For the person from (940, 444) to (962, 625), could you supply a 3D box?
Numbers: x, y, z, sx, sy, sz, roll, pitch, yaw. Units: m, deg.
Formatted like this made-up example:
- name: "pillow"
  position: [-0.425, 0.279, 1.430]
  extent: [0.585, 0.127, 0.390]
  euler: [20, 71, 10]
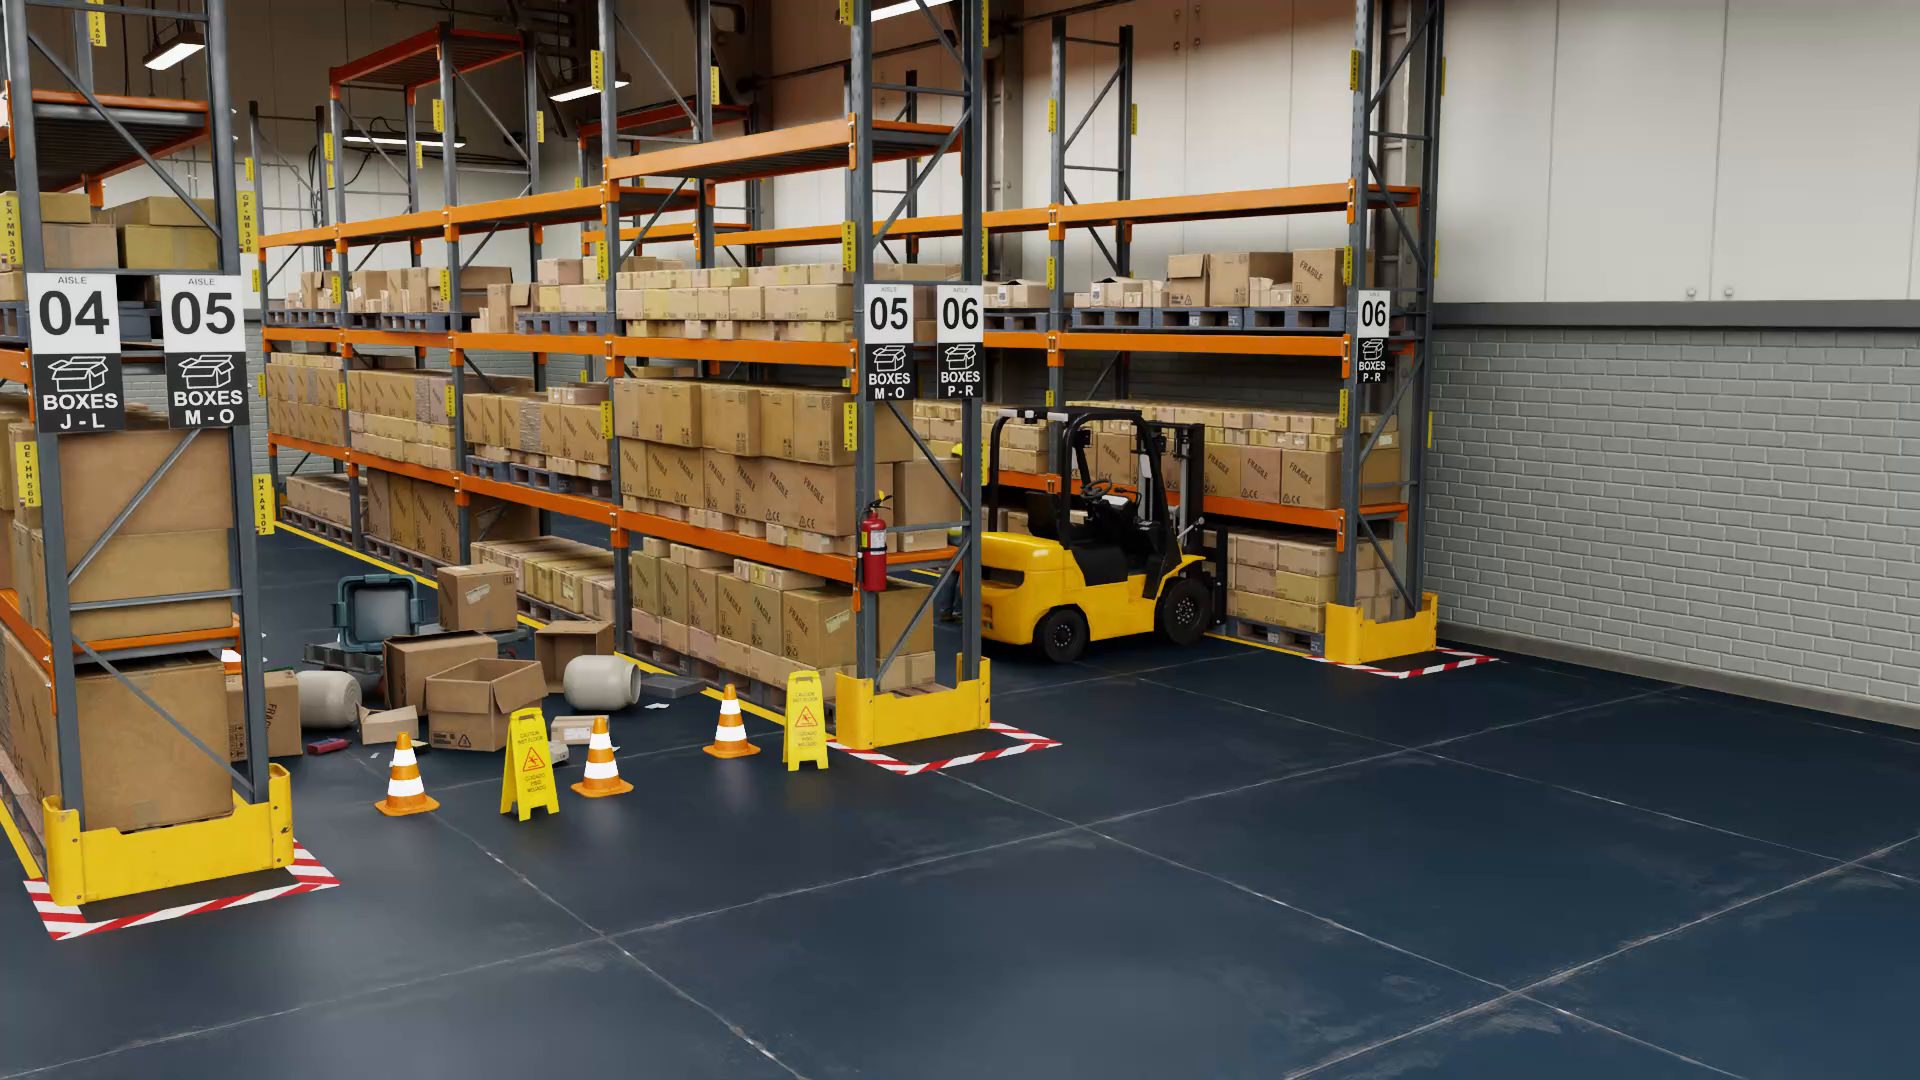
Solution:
- name: "person"
  position: [-0.017, -0.068, 16.283]
  extent: [0.390, 1.747, 0.575]
  euler: [-5, 9, -35]
